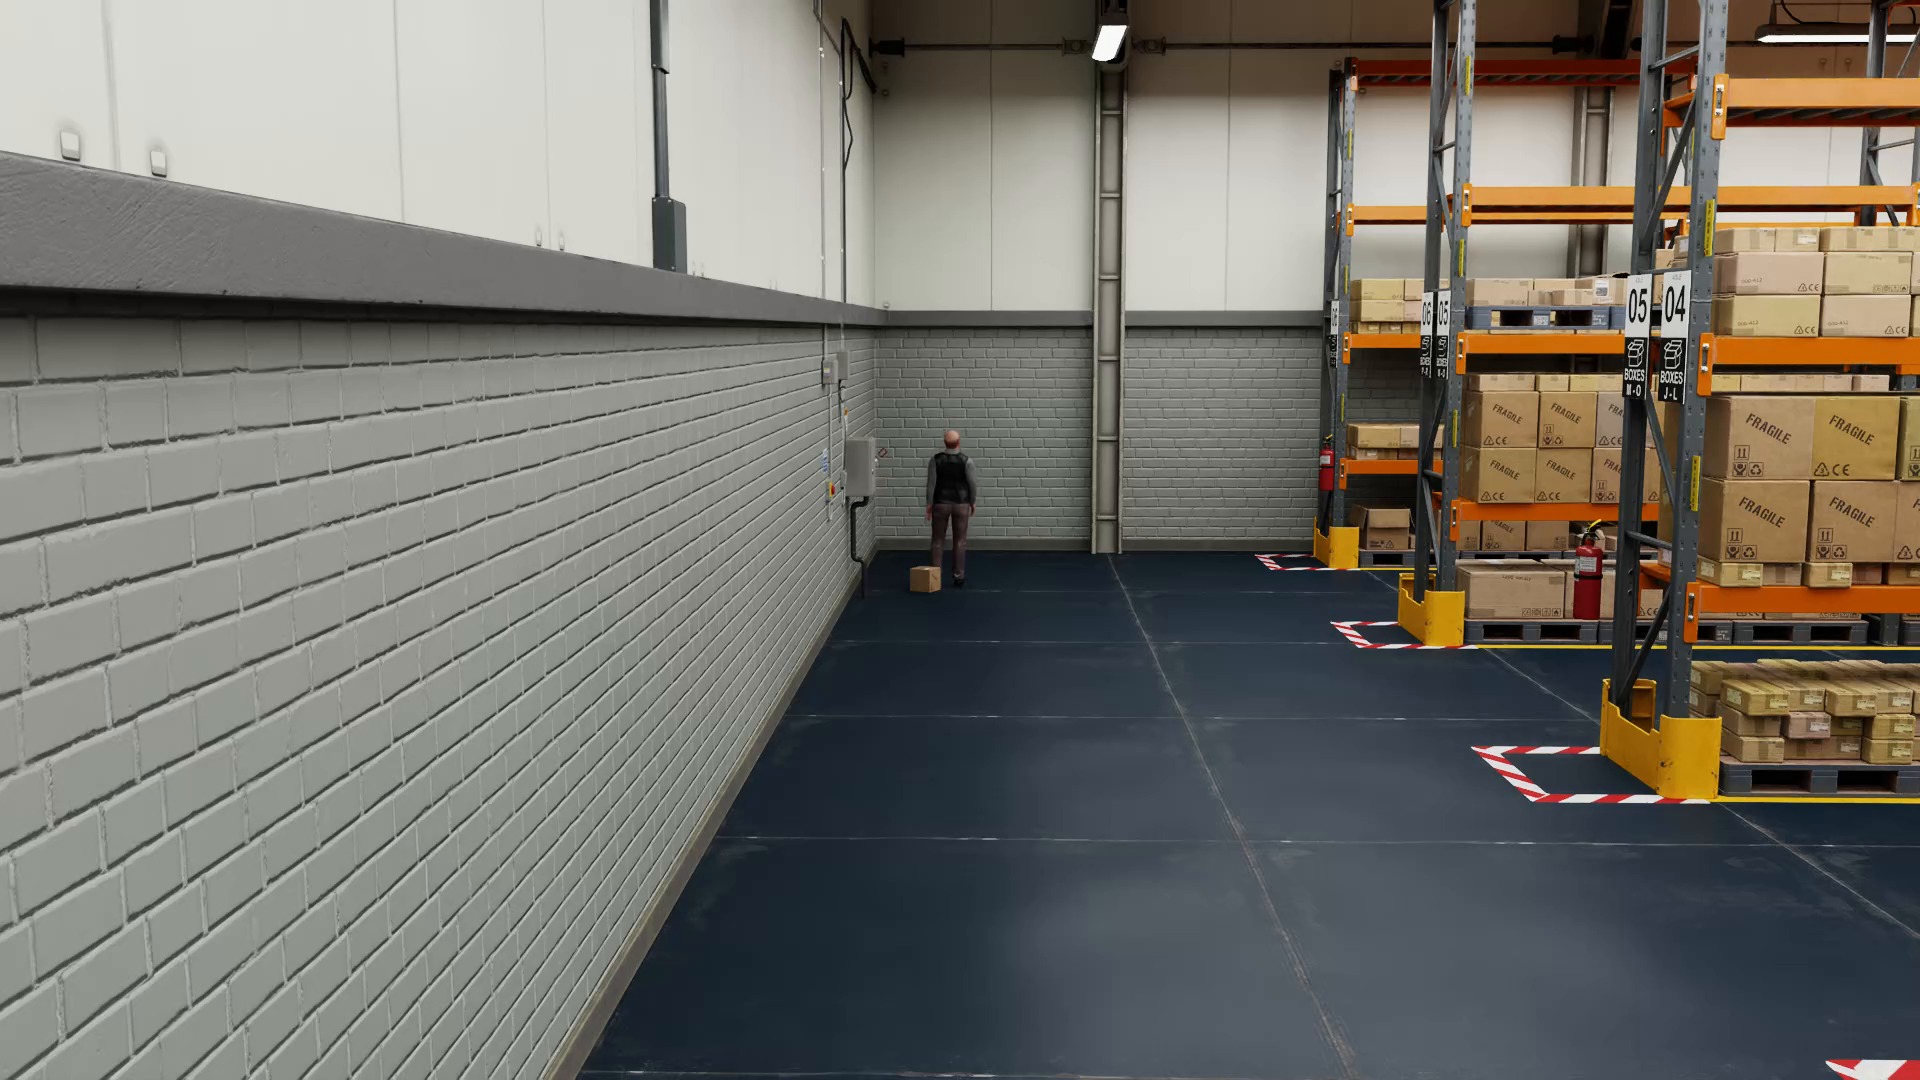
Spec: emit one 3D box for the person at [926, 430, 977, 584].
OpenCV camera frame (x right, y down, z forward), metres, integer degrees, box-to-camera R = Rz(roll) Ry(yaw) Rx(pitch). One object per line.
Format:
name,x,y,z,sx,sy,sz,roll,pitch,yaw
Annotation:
person,-0.090,-0.350,18.575,0.569,1.760,0.437,0,7,3
